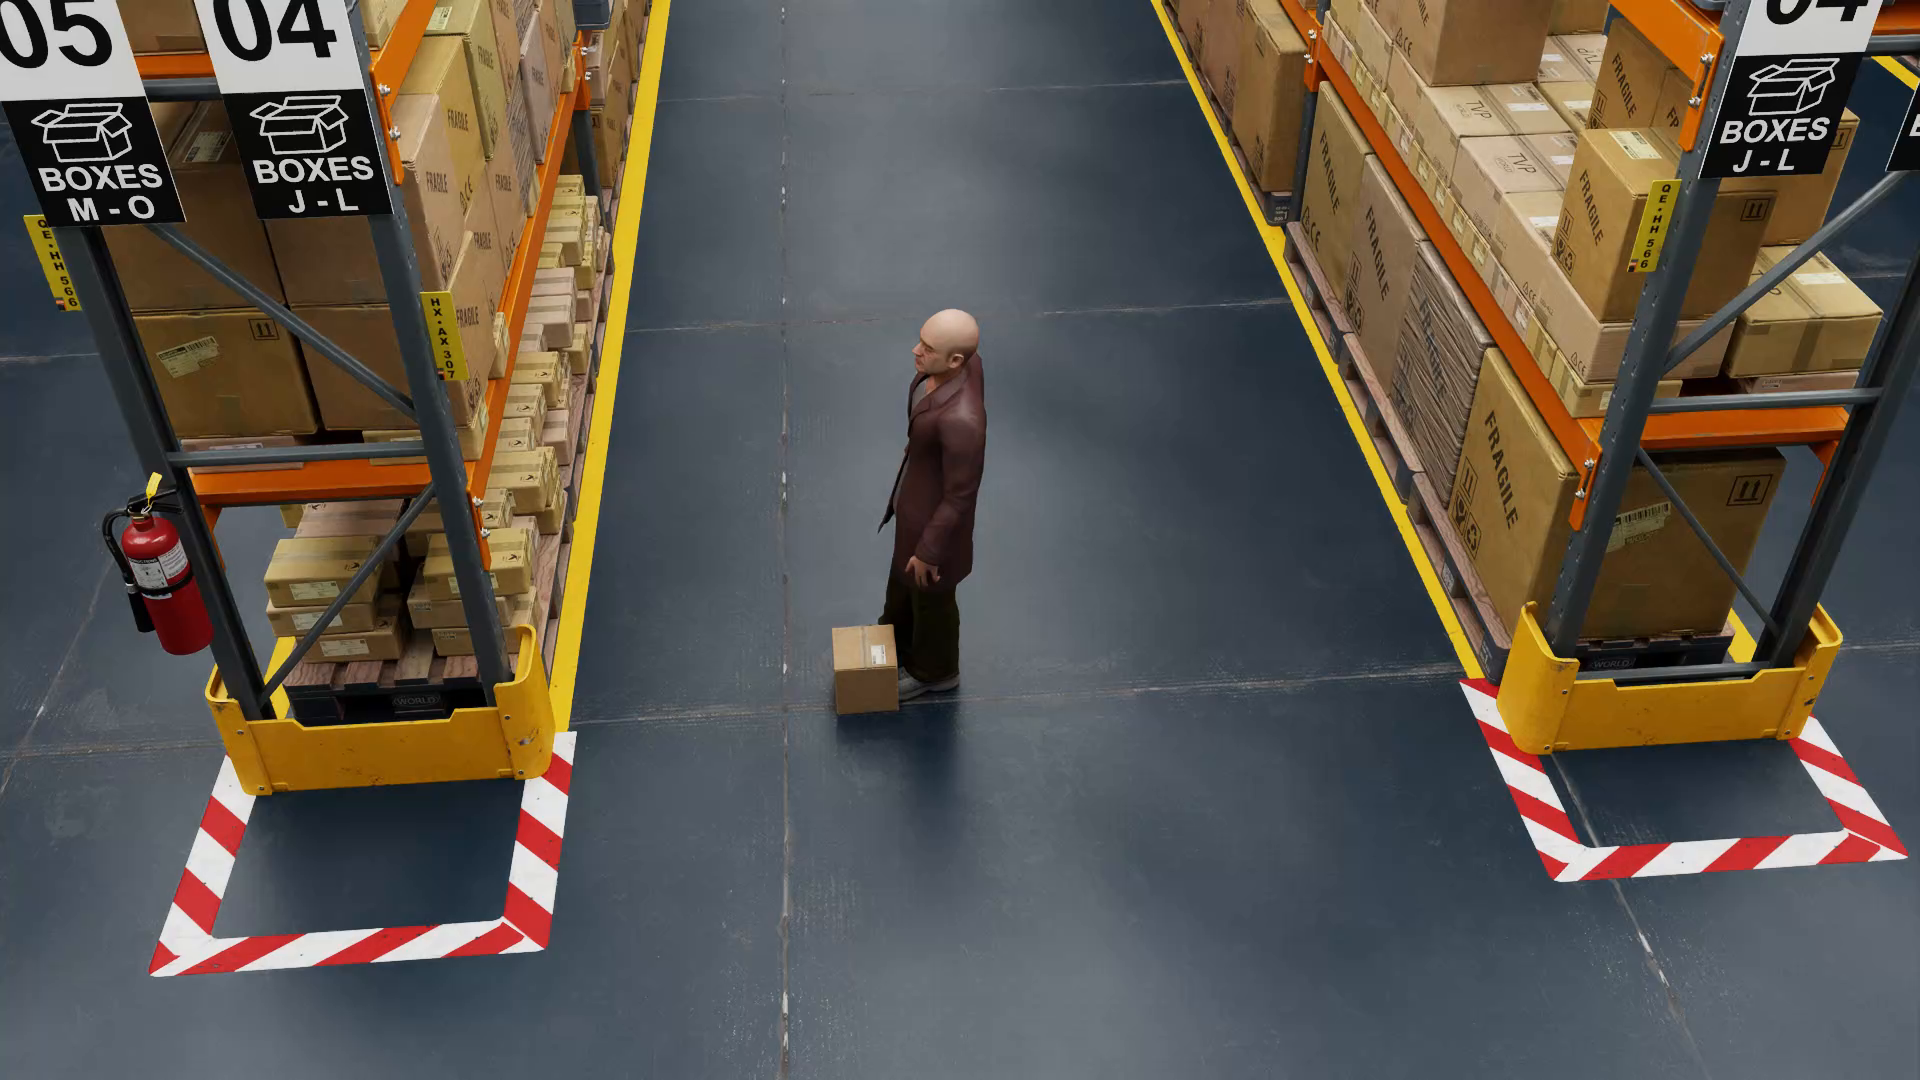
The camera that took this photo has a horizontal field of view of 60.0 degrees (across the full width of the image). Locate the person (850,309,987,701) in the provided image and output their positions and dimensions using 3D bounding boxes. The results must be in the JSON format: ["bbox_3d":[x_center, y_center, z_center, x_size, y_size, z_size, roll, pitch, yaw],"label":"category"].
[{"bbox_3d":[-0.195,-0.105,6.283,0.581,1.776,0.697,-3,39,-4],"label":"person"}]
